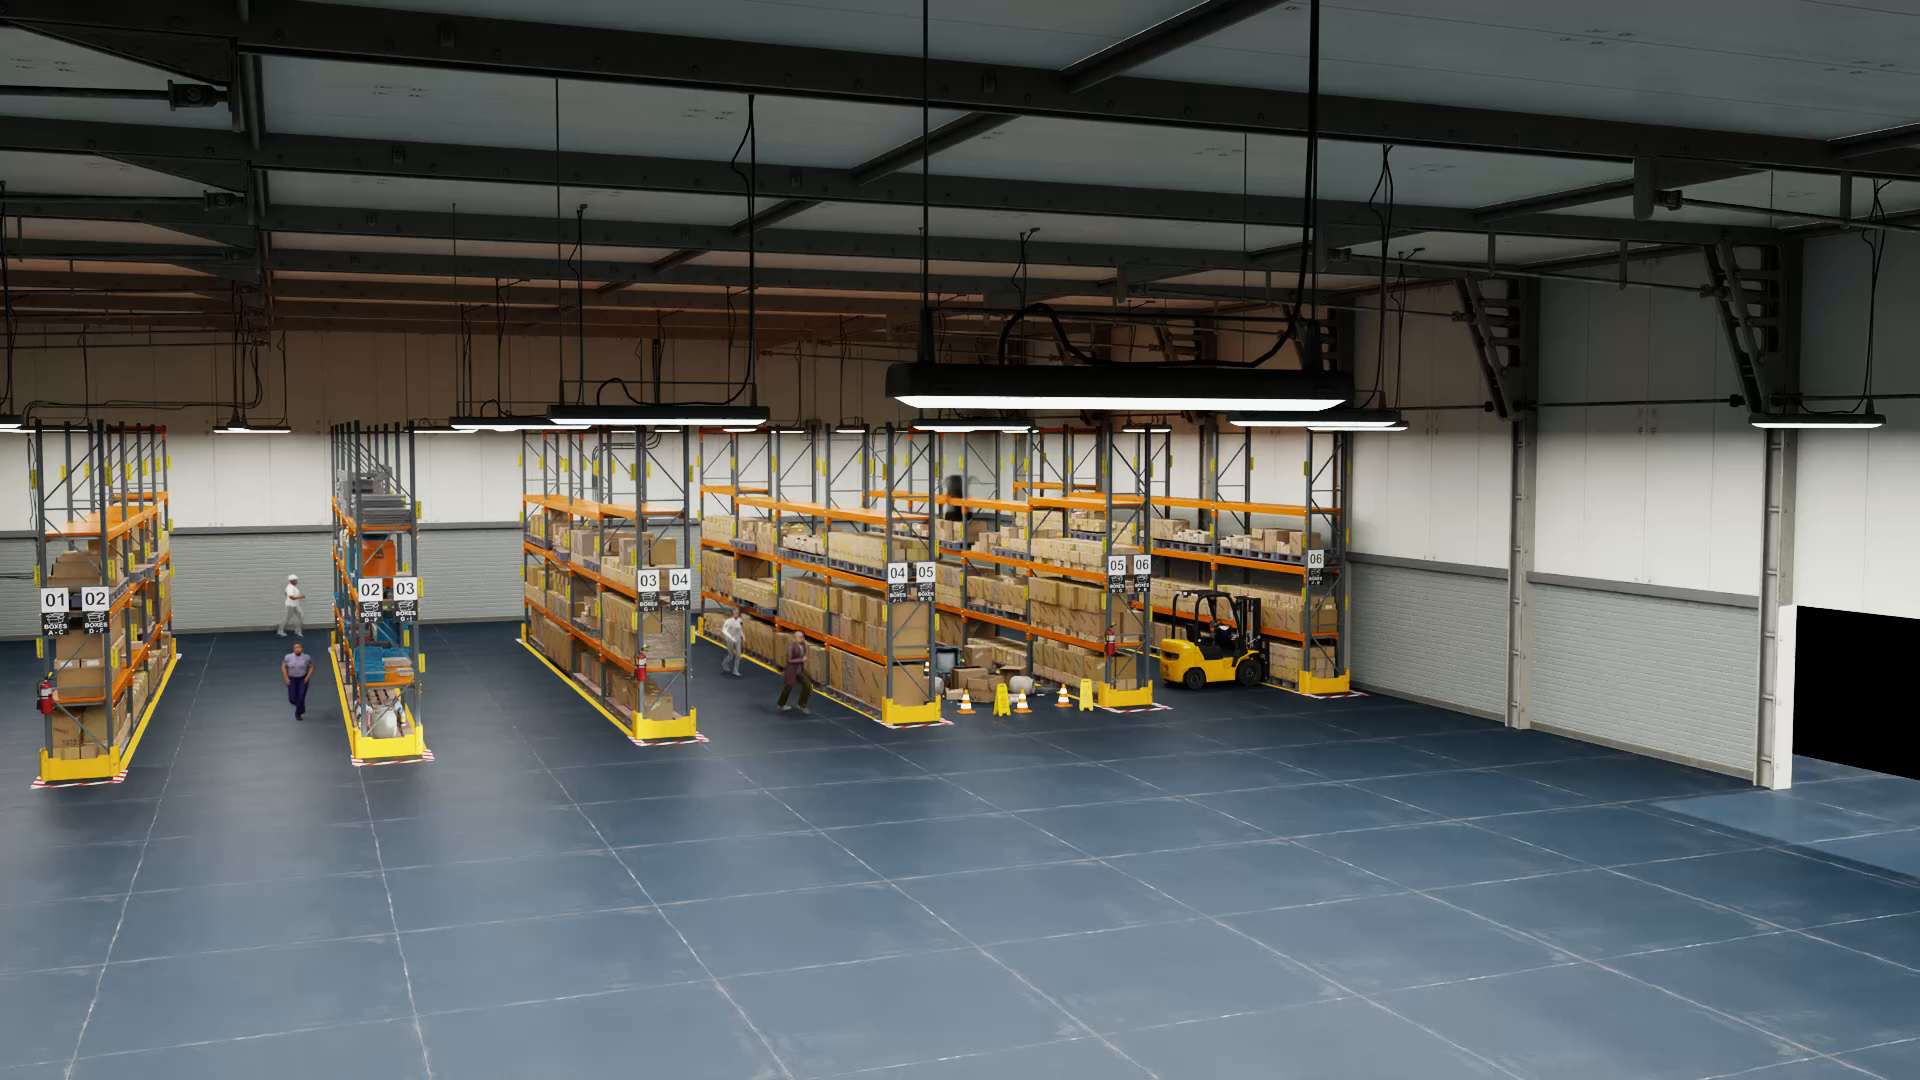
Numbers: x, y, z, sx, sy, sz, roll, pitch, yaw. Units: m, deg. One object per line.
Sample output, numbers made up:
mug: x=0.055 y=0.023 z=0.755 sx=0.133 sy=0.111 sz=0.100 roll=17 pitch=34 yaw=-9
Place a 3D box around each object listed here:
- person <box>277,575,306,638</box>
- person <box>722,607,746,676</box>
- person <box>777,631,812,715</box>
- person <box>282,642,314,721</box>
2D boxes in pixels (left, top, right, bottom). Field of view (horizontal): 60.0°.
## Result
person: x=-18.939 y=1.896 z=47.168 sx=0.851 sy=1.824 sz=0.674 roll=0 pitch=4 yaw=-4
person: x=-5.477 y=2.414 z=39.945 sx=0.612 sy=1.648 sz=0.746 roll=-2 pitch=4 yaw=-35
person: x=-3.398 y=2.719 z=34.134 sx=0.625 sy=1.732 sz=1.037 roll=-3 pitch=5 yaw=-44
person: x=-13.355 y=2.846 z=33.564 sx=0.601 sy=1.588 sz=0.518 roll=-1 pitch=4 yaw=-12
